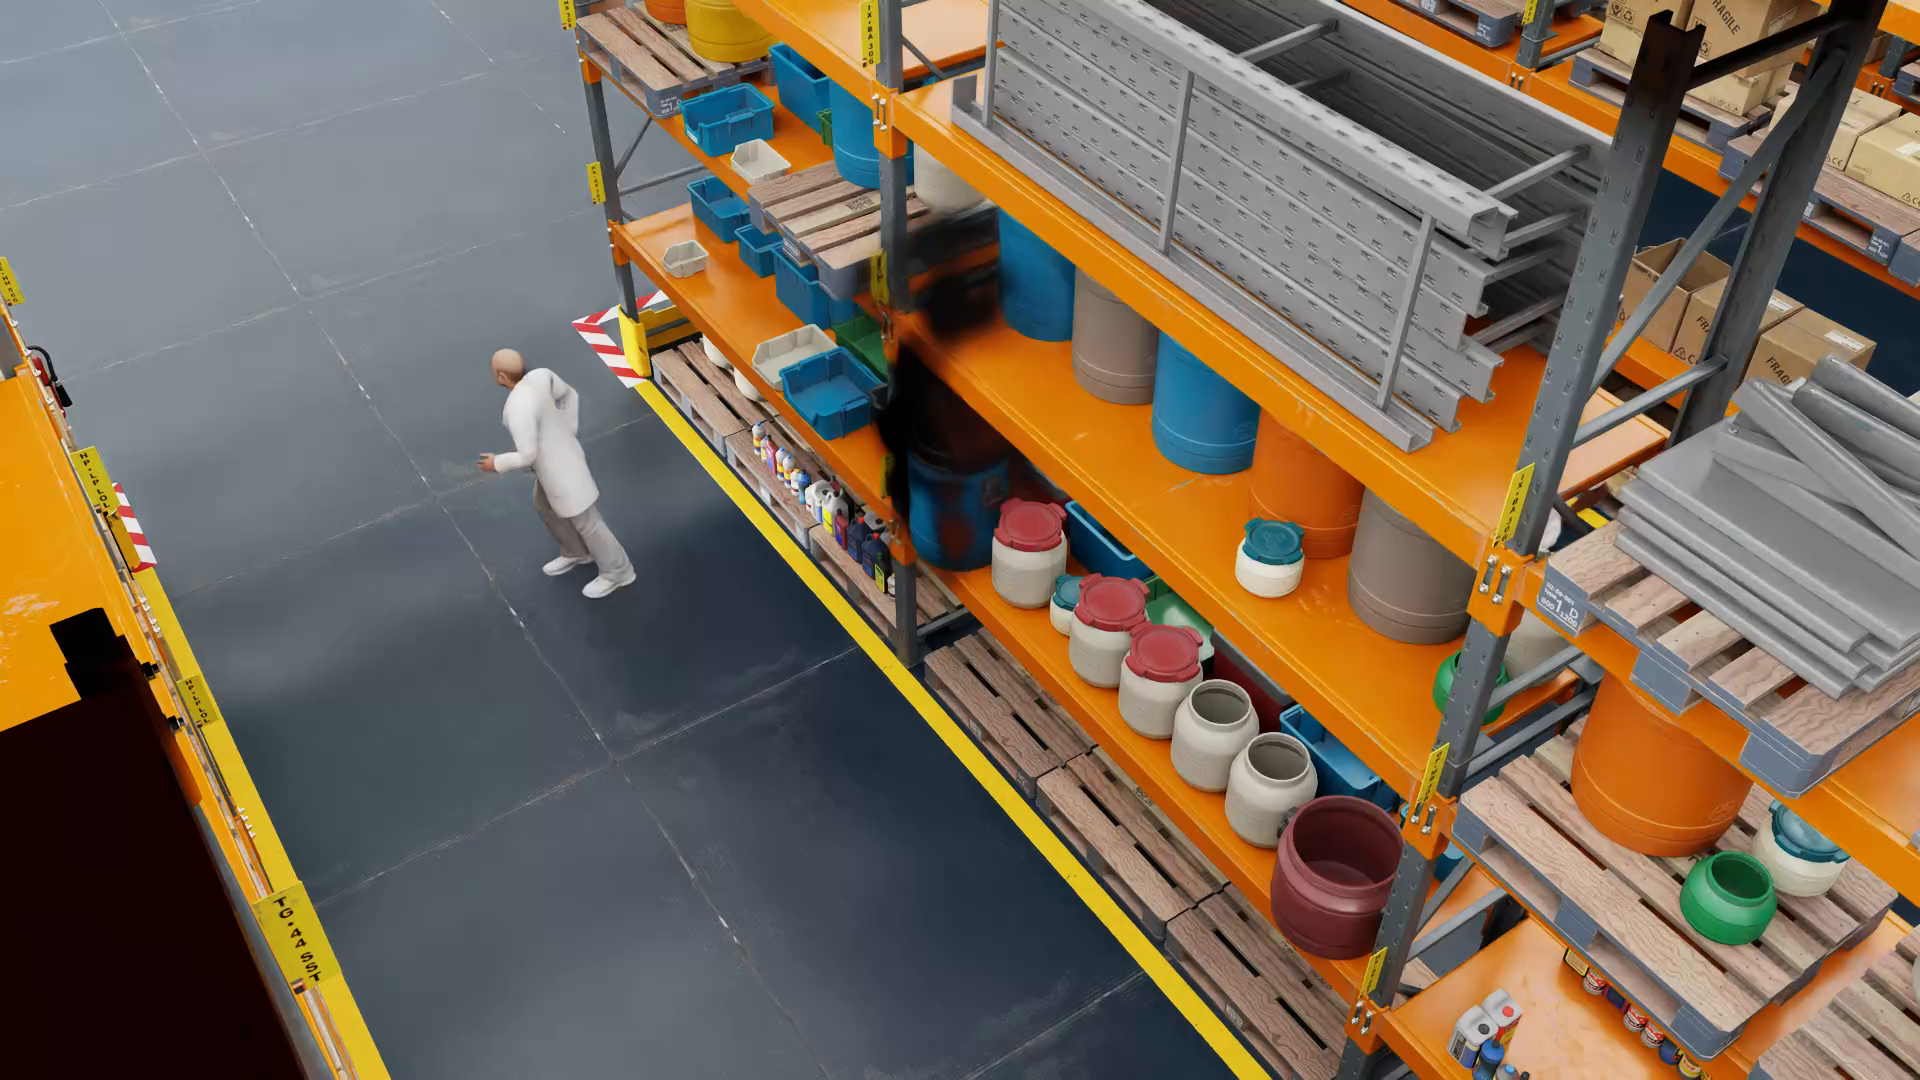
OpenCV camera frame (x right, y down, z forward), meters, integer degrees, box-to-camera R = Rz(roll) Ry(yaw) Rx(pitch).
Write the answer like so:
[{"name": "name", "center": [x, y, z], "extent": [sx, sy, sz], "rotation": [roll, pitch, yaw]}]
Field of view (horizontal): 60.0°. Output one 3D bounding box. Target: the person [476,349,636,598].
[{"name": "person", "center": [-2.599, -0.435, 10.587], "extent": [0.872, 1.751, 0.731], "rotation": [-4, 43, -5]}]

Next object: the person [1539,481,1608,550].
[{"name": "person", "center": [3.386, -0.036, 10.125], "extent": [0.710, 1.813, 0.673], "rotation": [-26, 49, -26]}]
